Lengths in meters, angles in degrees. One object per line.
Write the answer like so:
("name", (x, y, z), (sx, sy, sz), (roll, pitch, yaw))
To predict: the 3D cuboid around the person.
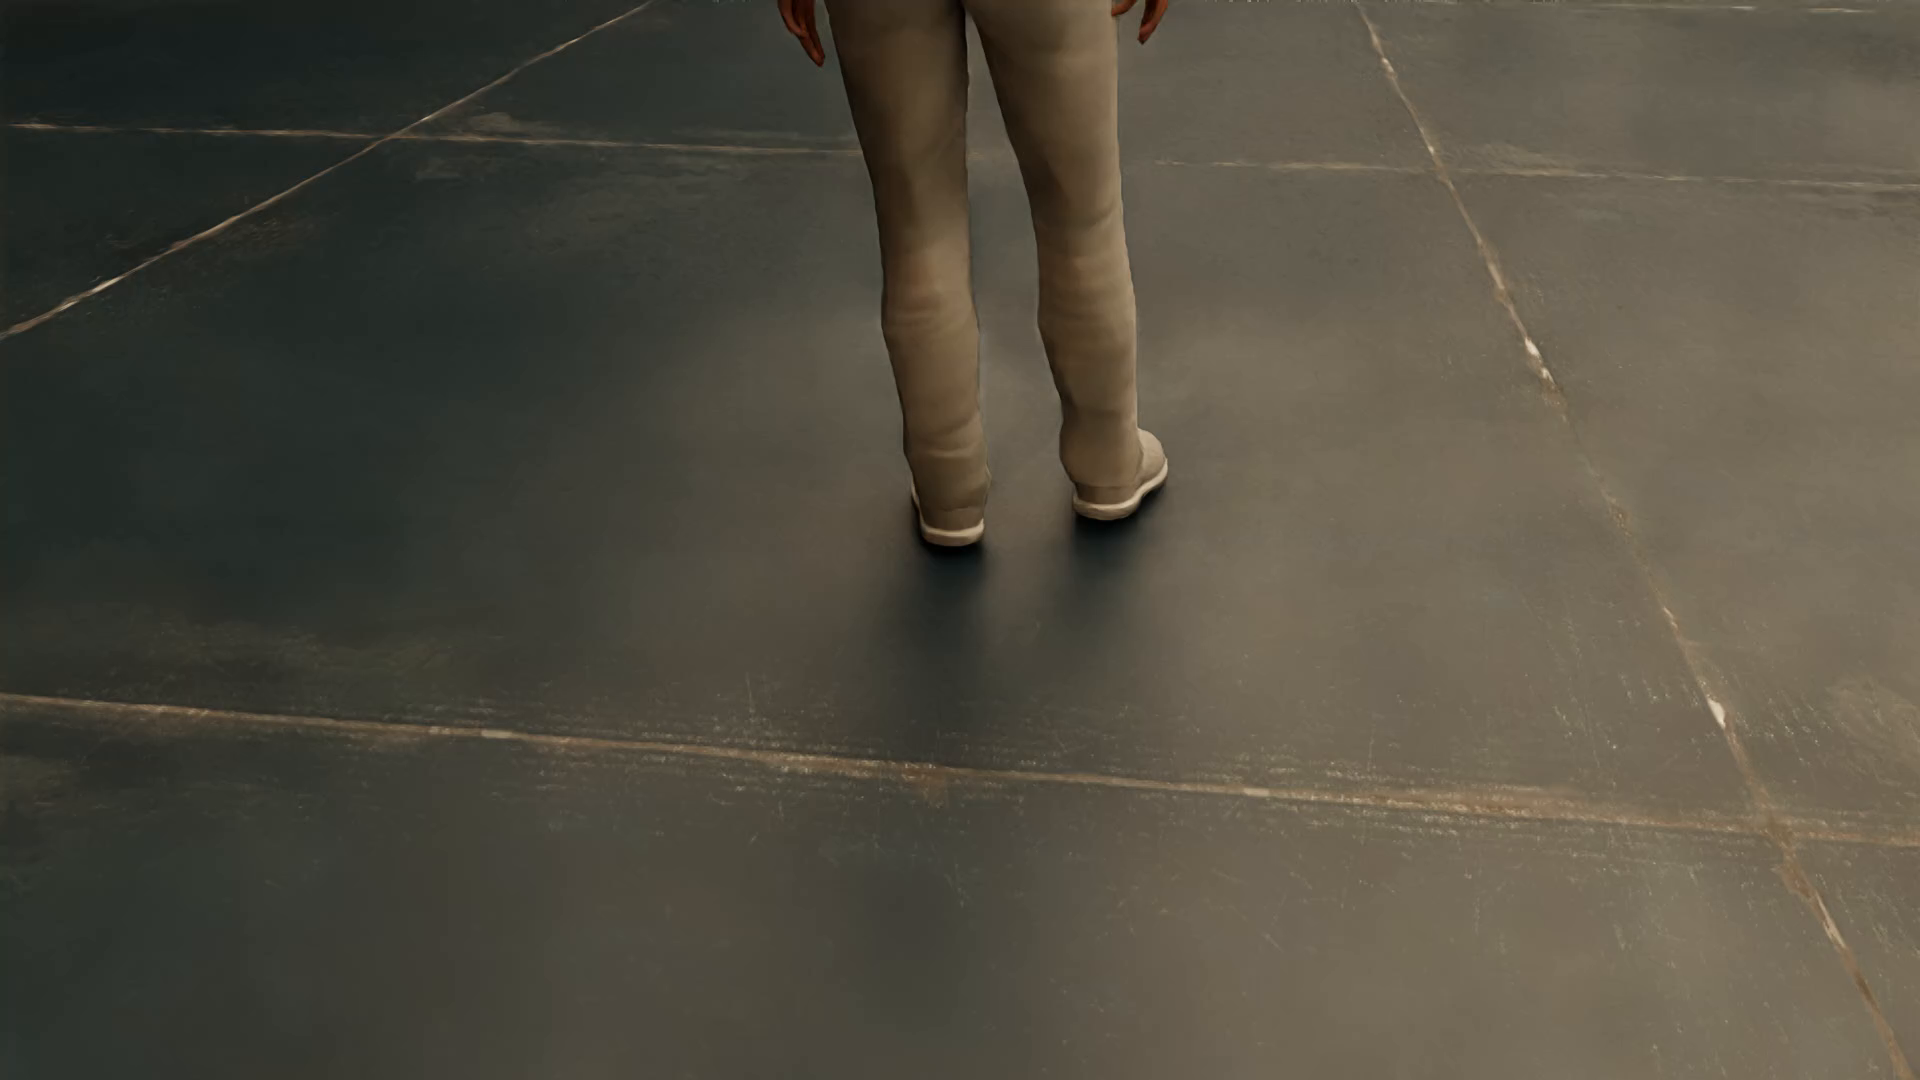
("person", (0.033, -0.793, 2.184), (0.563, 1.685, 0.529), (3, 27, 7))
